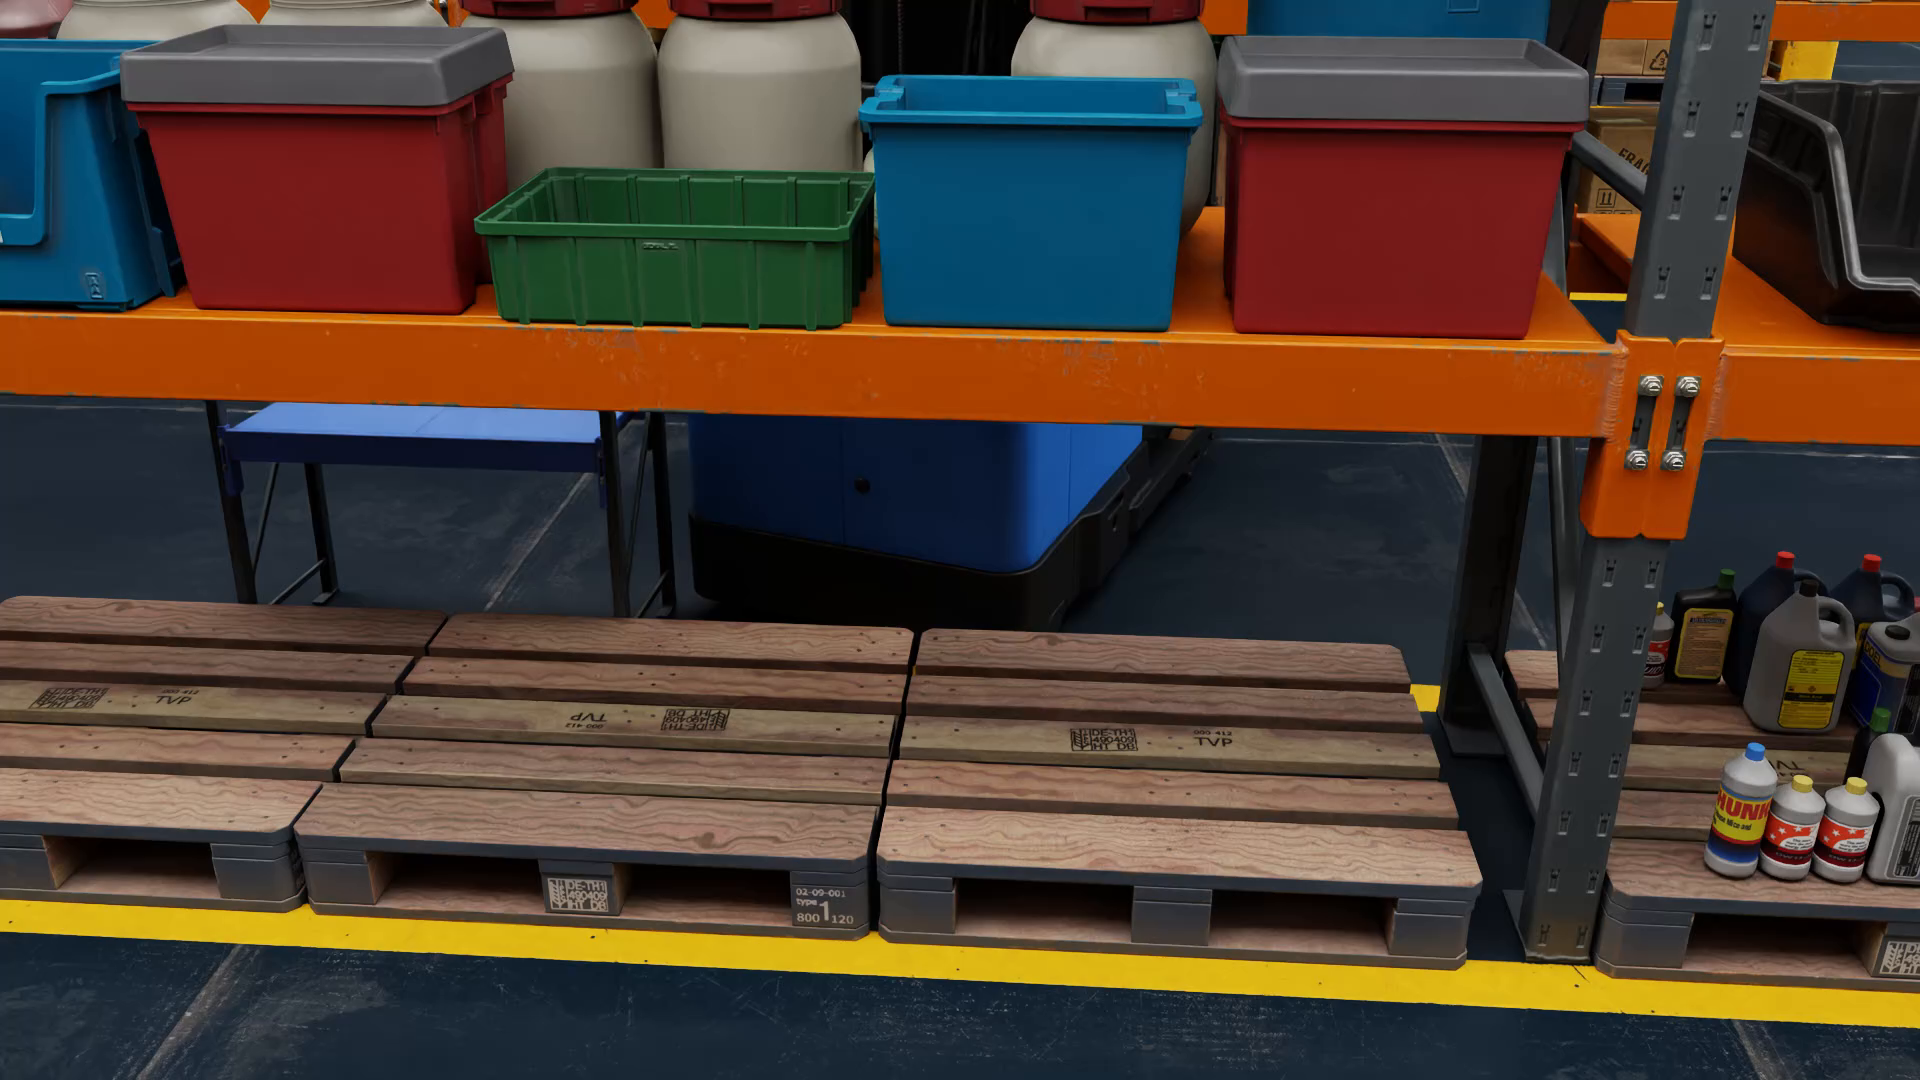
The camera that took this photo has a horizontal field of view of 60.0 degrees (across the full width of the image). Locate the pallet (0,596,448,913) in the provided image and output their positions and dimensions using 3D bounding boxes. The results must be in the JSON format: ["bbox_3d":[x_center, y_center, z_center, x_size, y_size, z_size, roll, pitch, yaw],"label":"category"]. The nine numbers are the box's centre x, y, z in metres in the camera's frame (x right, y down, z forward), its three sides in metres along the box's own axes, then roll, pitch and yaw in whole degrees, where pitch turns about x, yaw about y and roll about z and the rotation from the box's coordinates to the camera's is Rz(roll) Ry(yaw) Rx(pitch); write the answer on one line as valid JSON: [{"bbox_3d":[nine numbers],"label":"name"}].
[{"bbox_3d":[-1.966,0.469,3.978,1.213,0.211,1.003,2,25,4],"label":"pallet"}]

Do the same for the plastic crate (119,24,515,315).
[{"bbox_3d":[-1.148,-0.688,3.081,0.583,0.464,0.402,2,25,4],"label":"plastic crate"}]

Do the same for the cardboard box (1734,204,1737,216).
[{"bbox_3d":[3.777,-1.762,7.978,0.500,0.500,0.500,4,25,9],"label":"cardboard box"}]

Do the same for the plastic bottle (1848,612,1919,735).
[{"bbox_3d":[2.122,0.296,3.750,0.135,0.276,0.152,2,25,4],"label":"plastic bottle"}]

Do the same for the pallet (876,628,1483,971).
[{"bbox_3d":[0.467,0.547,3.808,1.213,0.211,1.003,2,25,4],"label":"pallet"}]

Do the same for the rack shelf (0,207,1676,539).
[{"bbox_3d":[-0.741,-0.448,3.495,4.000,0.370,1.077,2,25,4],"label":"rack shelf"}]

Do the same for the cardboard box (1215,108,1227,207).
[{"bbox_3d":[1.021,-1.868,8.185,0.500,0.500,0.700,0,25,0],"label":"cardboard box"}]

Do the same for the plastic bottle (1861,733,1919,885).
[{"bbox_3d":[1.861,0.519,3.266,0.135,0.276,0.152,3,25,6],"label":"plastic bottle"}]

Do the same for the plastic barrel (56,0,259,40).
[{"bbox_3d":[-1.694,-0.945,3.582,0.421,0.512,0.421,0,25,0],"label":"plastic barrel"}]

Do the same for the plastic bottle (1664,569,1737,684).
[{"bbox_3d":[1.758,0.202,3.947,0.133,0.283,0.061,3,25,7],"label":"plastic bottle"}]

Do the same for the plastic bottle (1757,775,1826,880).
[{"bbox_3d":[1.638,0.557,3.272,0.097,0.201,0.097,0,25,0],"label":"plastic bottle"}]

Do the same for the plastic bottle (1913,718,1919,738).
[{"bbox_3d":[2.037,0.432,3.366,0.185,0.351,0.144,2,25,4],"label":"plastic bottle"}]

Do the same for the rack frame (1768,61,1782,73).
[{"bbox_3d":[6.101,-4.711,11.899,0.127,3.000,1.000,2,25,4],"label":"rack frame"}]

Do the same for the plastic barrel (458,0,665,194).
[{"bbox_3d":[-0.847,-0.932,3.523,0.433,0.535,0.433,0,25,0],"label":"plastic barrel"}]

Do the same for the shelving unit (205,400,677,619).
[{"bbox_3d":[-1.365,-0.443,4.383,1.048,1.500,0.538,2,21,5],"label":"shelving unit"}]

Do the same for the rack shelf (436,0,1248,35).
[{"bbox_3d":[-0.362,-2.512,7.981,4.000,0.370,1.077,2,25,4],"label":"rack shelf"}]

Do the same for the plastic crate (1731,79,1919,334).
[{"bbox_3d":[1.765,-0.613,3.067,0.504,0.338,0.767,2,25,4],"label":"plastic crate"}]

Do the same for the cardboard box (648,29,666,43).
[{"bbox_3d":[-2.552,-3.934,12.699,0.500,0.500,0.500,2,25,4],"label":"cardboard box"}]

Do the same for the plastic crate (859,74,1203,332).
[{"bbox_3d":[0.129,-0.609,3.004,0.575,0.384,0.392,2,25,4],"label":"plastic crate"}]

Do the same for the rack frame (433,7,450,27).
[{"bbox_3d":[-2.356,-2.903,7.970,0.127,3.000,1.000,2,25,4],"label":"rack frame"}]

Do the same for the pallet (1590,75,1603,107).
[{"bbox_3d":[4.084,-3.477,12.554,1.213,0.211,1.003,2,25,4],"label":"pallet"}]

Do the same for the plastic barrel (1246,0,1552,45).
[{"bbox_3d":[0.891,-1.077,3.402,0.708,0.901,0.600,2,25,4],"label":"plastic barrel"}]

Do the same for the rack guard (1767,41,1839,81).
[{"bbox_3d":[6.124,-3.574,12.420,0.348,0.500,1.175,2,25,4],"label":"rack guard"}]

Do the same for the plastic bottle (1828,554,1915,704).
[{"bbox_3d":[2.108,0.200,3.870,0.185,0.351,0.144,1,25,1],"label":"plastic bottle"}]

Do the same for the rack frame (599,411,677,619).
[{"bbox_3d":[-0.859,-0.425,4.342,0.032,1.500,0.500,2,21,5],"label":"rack frame"}]

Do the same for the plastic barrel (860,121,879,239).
[{"bbox_3d":[-0.055,-0.754,3.466,0.301,0.262,0.301,0,25,0],"label":"plastic barrel"}]

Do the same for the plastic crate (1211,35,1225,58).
[{"bbox_3d":[2.386,-4.128,13.928,0.662,0.188,0.450,16,39,31],"label":"plastic crate"}]

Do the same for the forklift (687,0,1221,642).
[{"bbox_3d":[0.267,-1.612,5.247,1.130,2.935,3.031,10,26,20],"label":"forklift"}]

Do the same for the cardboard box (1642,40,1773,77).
[{"bbox_3d":[5.419,-3.931,12.243,0.875,0.875,0.875,2,25,4],"label":"cardboard box"}]
